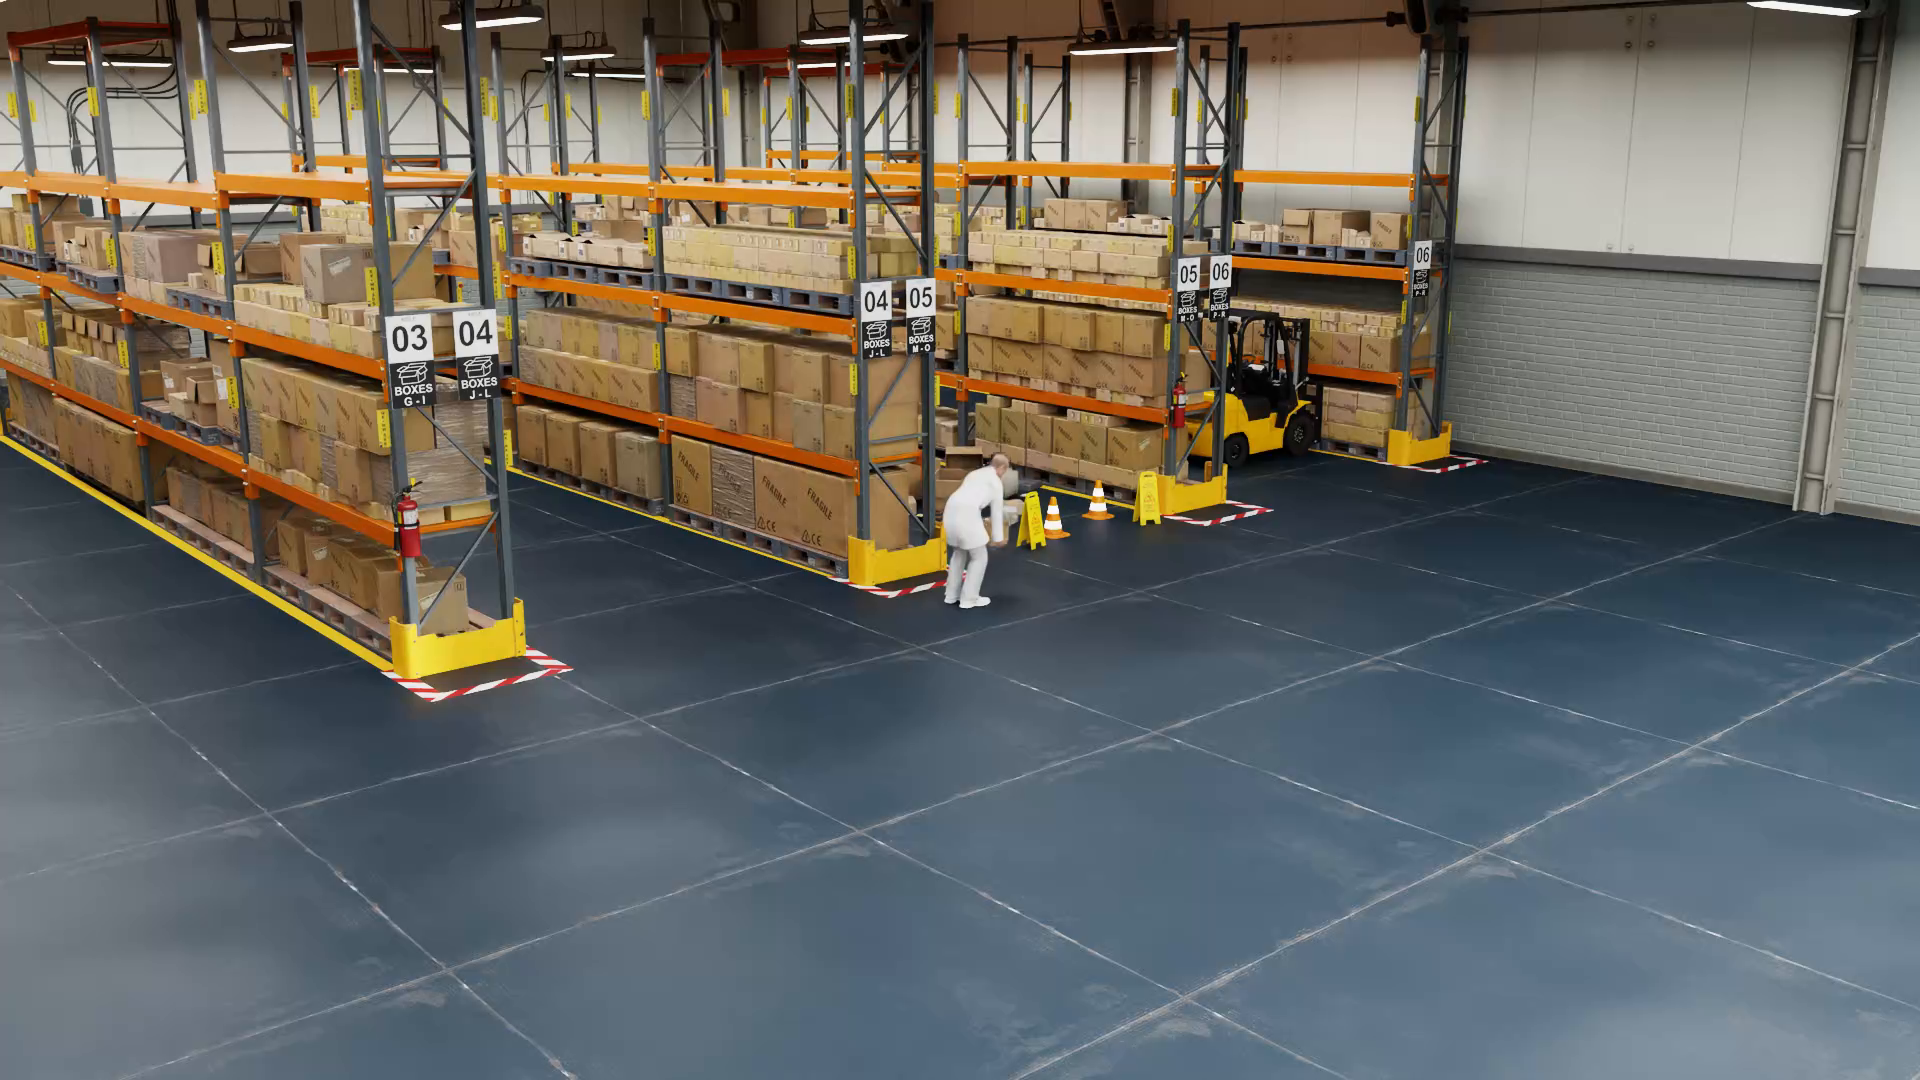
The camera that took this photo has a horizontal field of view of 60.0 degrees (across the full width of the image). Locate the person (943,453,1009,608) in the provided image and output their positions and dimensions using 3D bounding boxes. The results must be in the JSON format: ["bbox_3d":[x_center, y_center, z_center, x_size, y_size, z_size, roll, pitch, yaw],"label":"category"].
[{"bbox_3d":[0.198,-0.097,17.034,0.816,1.492,0.549,-12,18,-41],"label":"person"}]
